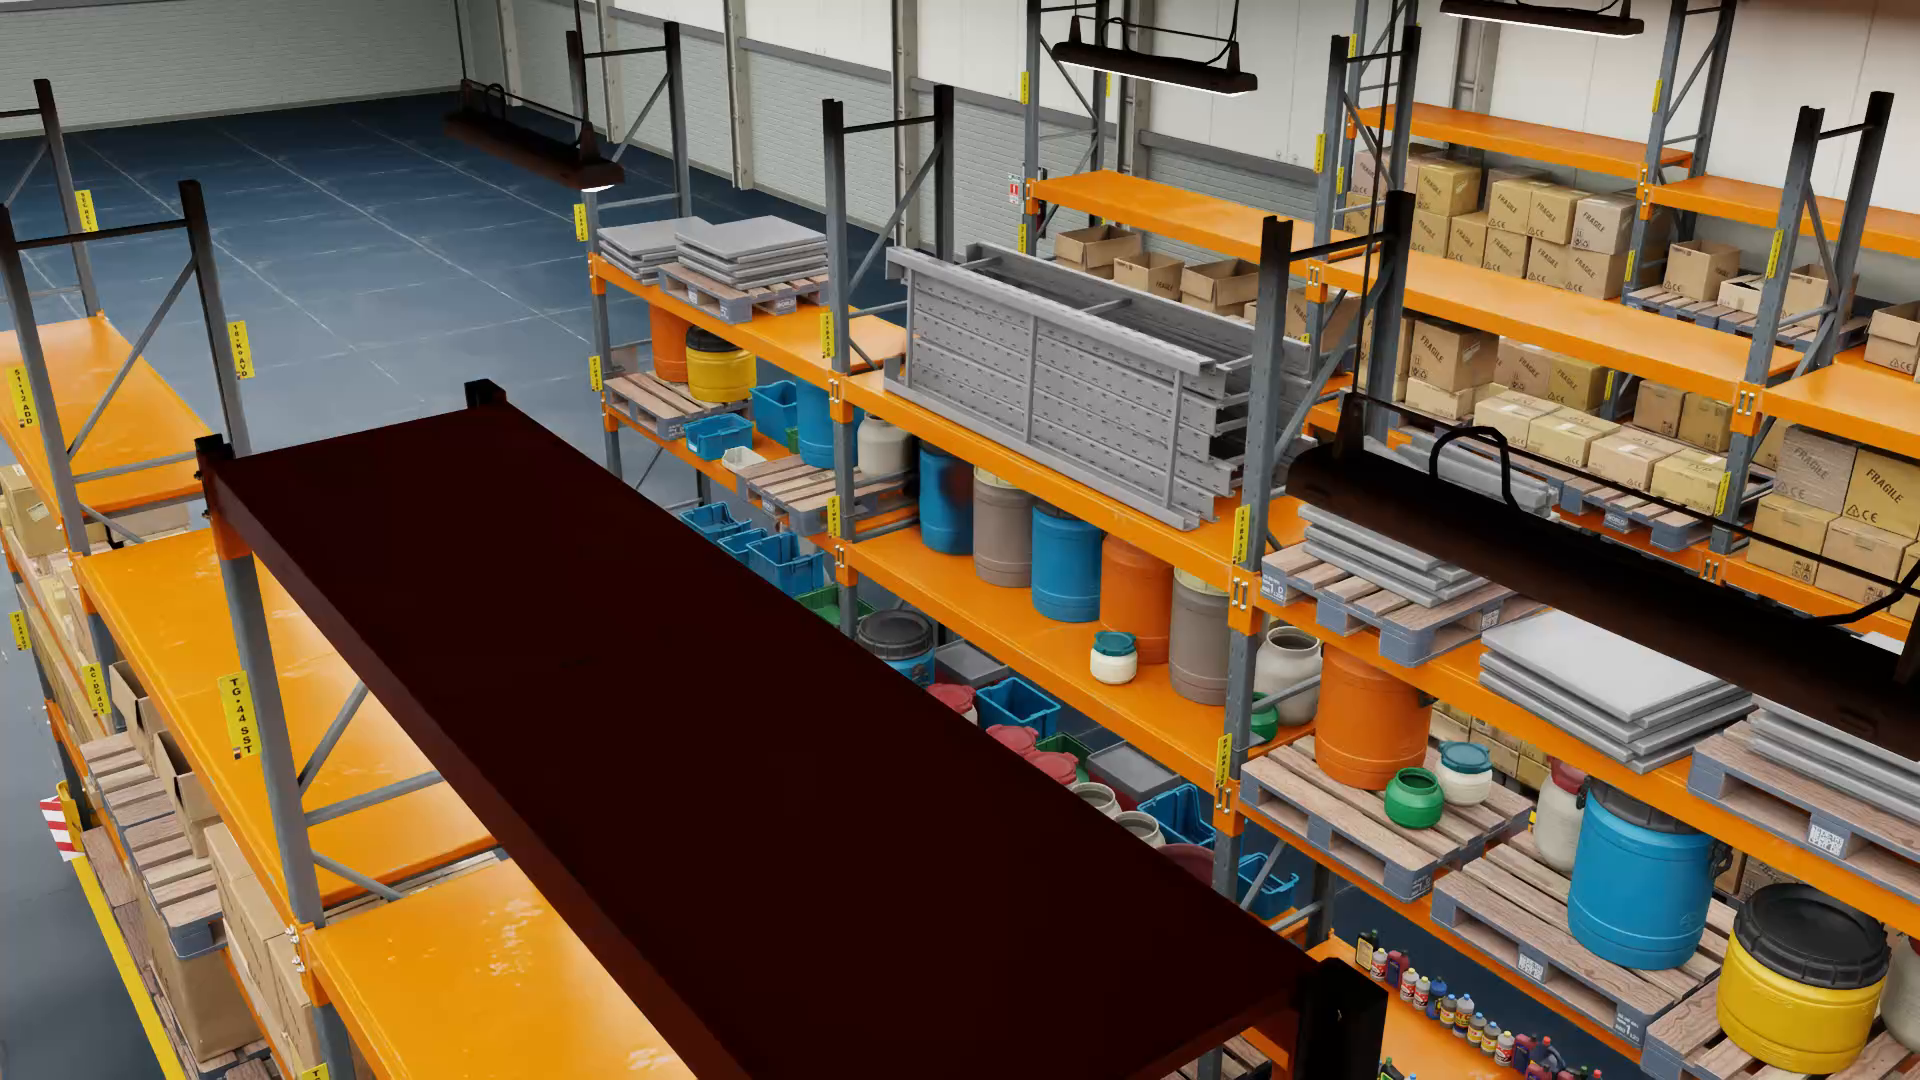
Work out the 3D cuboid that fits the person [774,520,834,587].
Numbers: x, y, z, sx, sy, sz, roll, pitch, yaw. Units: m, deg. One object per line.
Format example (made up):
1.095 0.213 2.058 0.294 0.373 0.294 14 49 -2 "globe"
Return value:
-1.697 -0.185 17.314 0.610 1.790 0.512 20 31 37 "person"
